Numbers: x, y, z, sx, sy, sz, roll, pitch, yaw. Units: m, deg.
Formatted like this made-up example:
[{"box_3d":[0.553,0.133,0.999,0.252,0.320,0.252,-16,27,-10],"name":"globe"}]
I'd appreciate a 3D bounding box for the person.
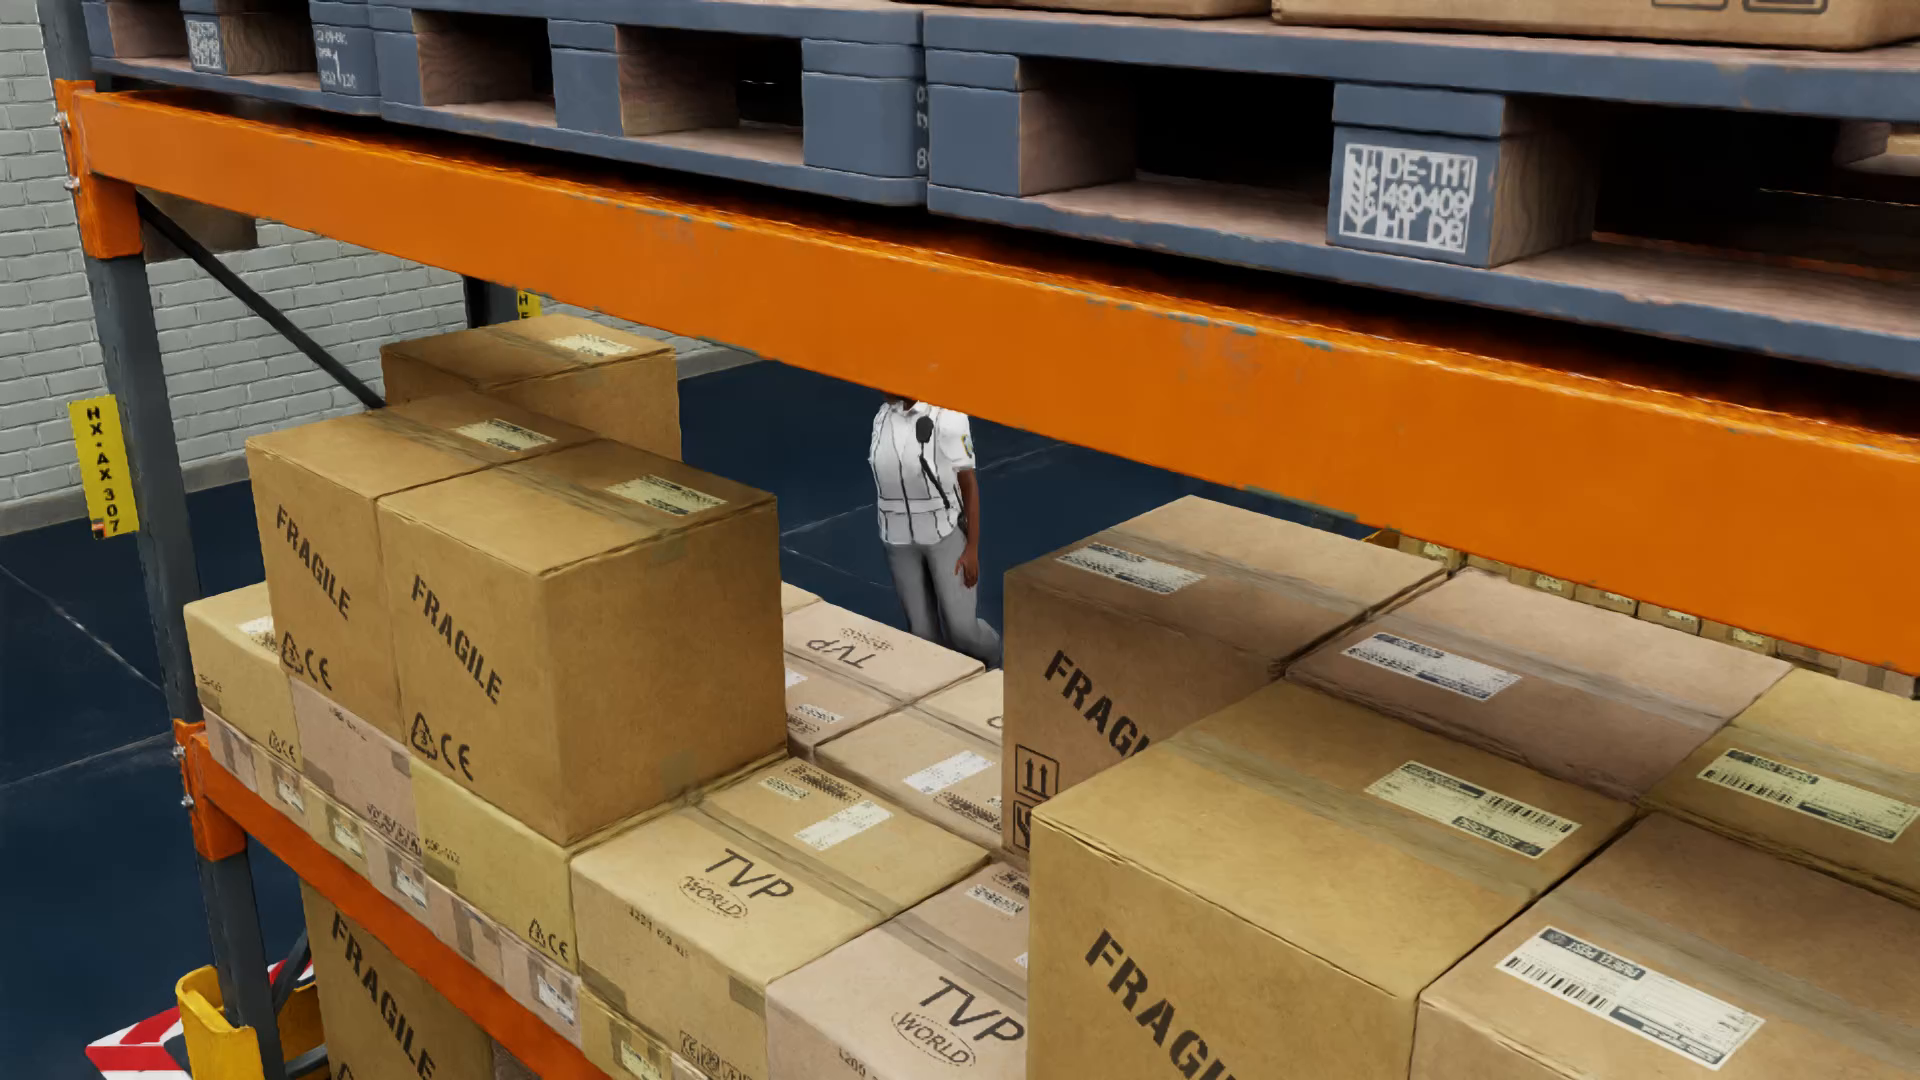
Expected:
[{"box_3d":[-0.120,0.015,6.584,0.533,1.631,0.577,9,22,22],"name":"person"}]
